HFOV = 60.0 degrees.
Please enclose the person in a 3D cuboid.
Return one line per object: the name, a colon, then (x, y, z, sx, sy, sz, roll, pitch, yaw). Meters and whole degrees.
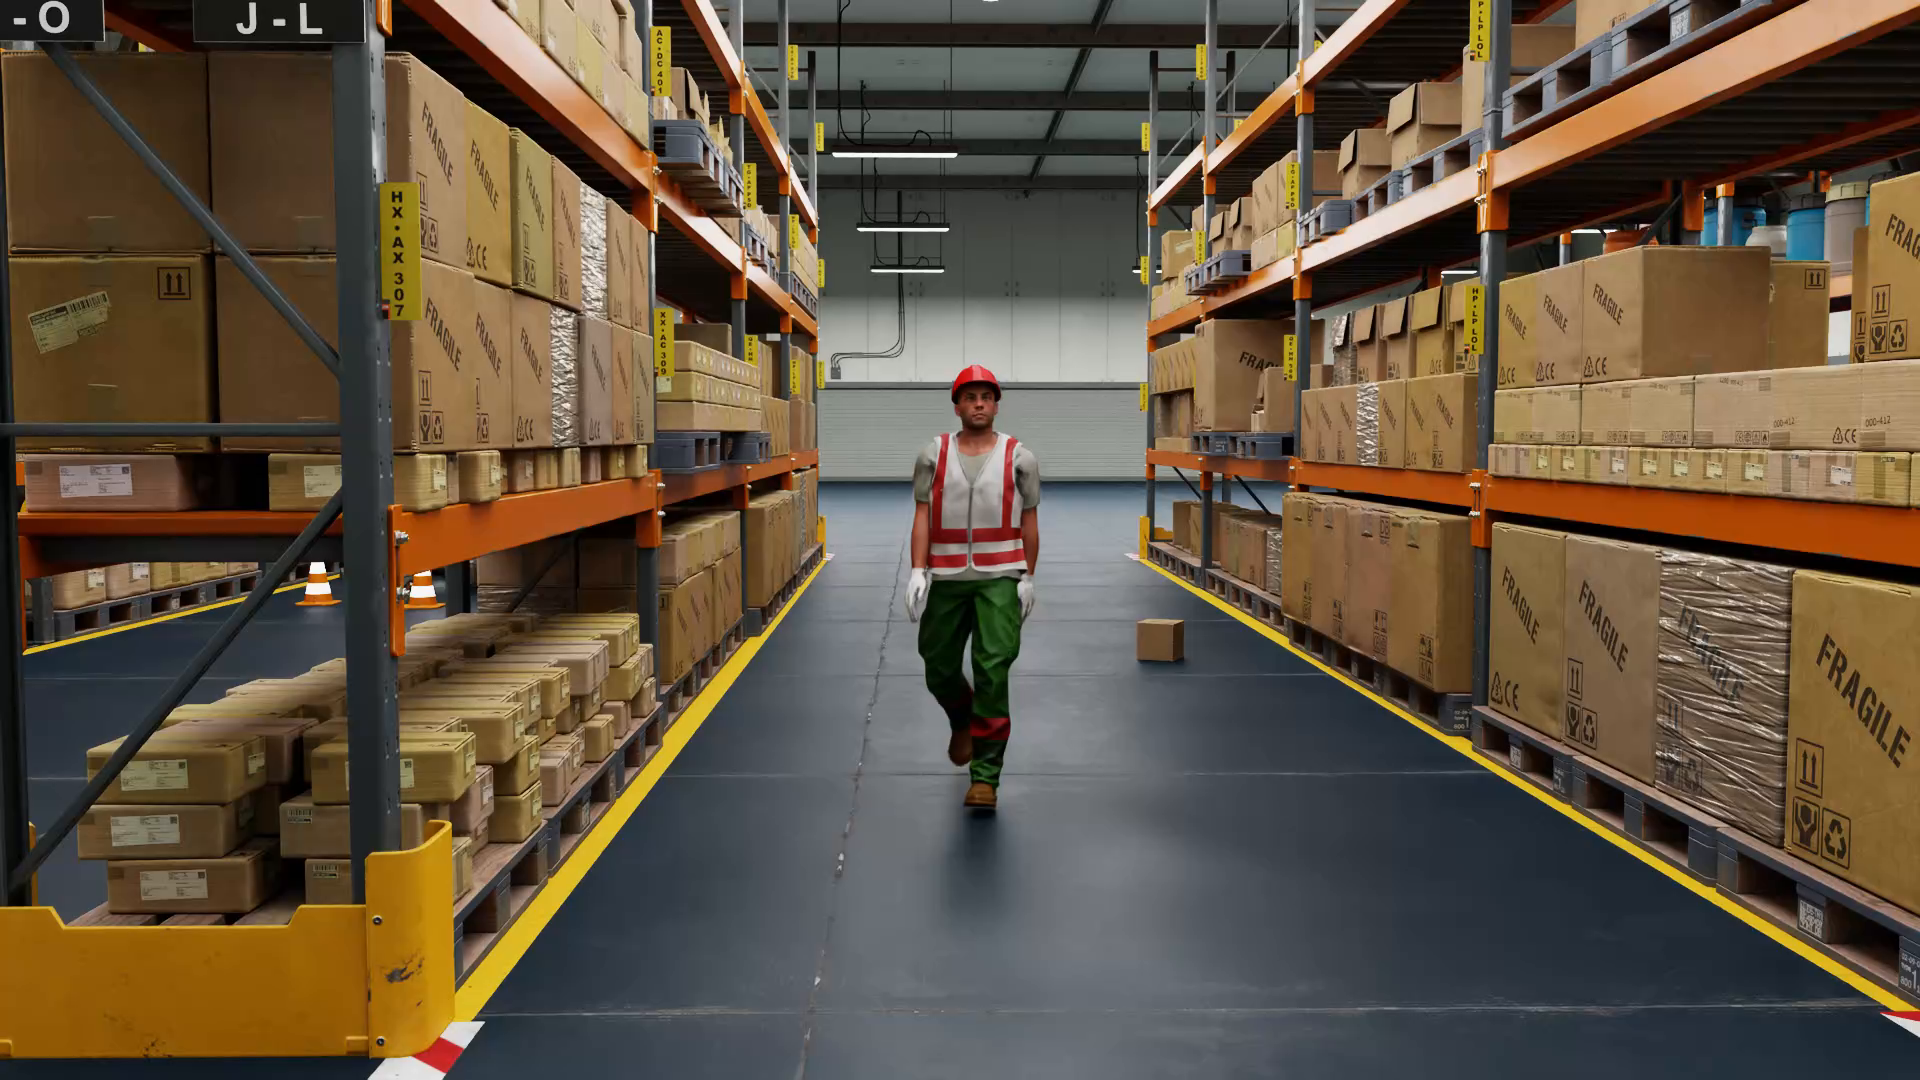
person: (0.056, 0.164, 6.826, 0.532, 1.763, 0.860, 1, 4, 10)
